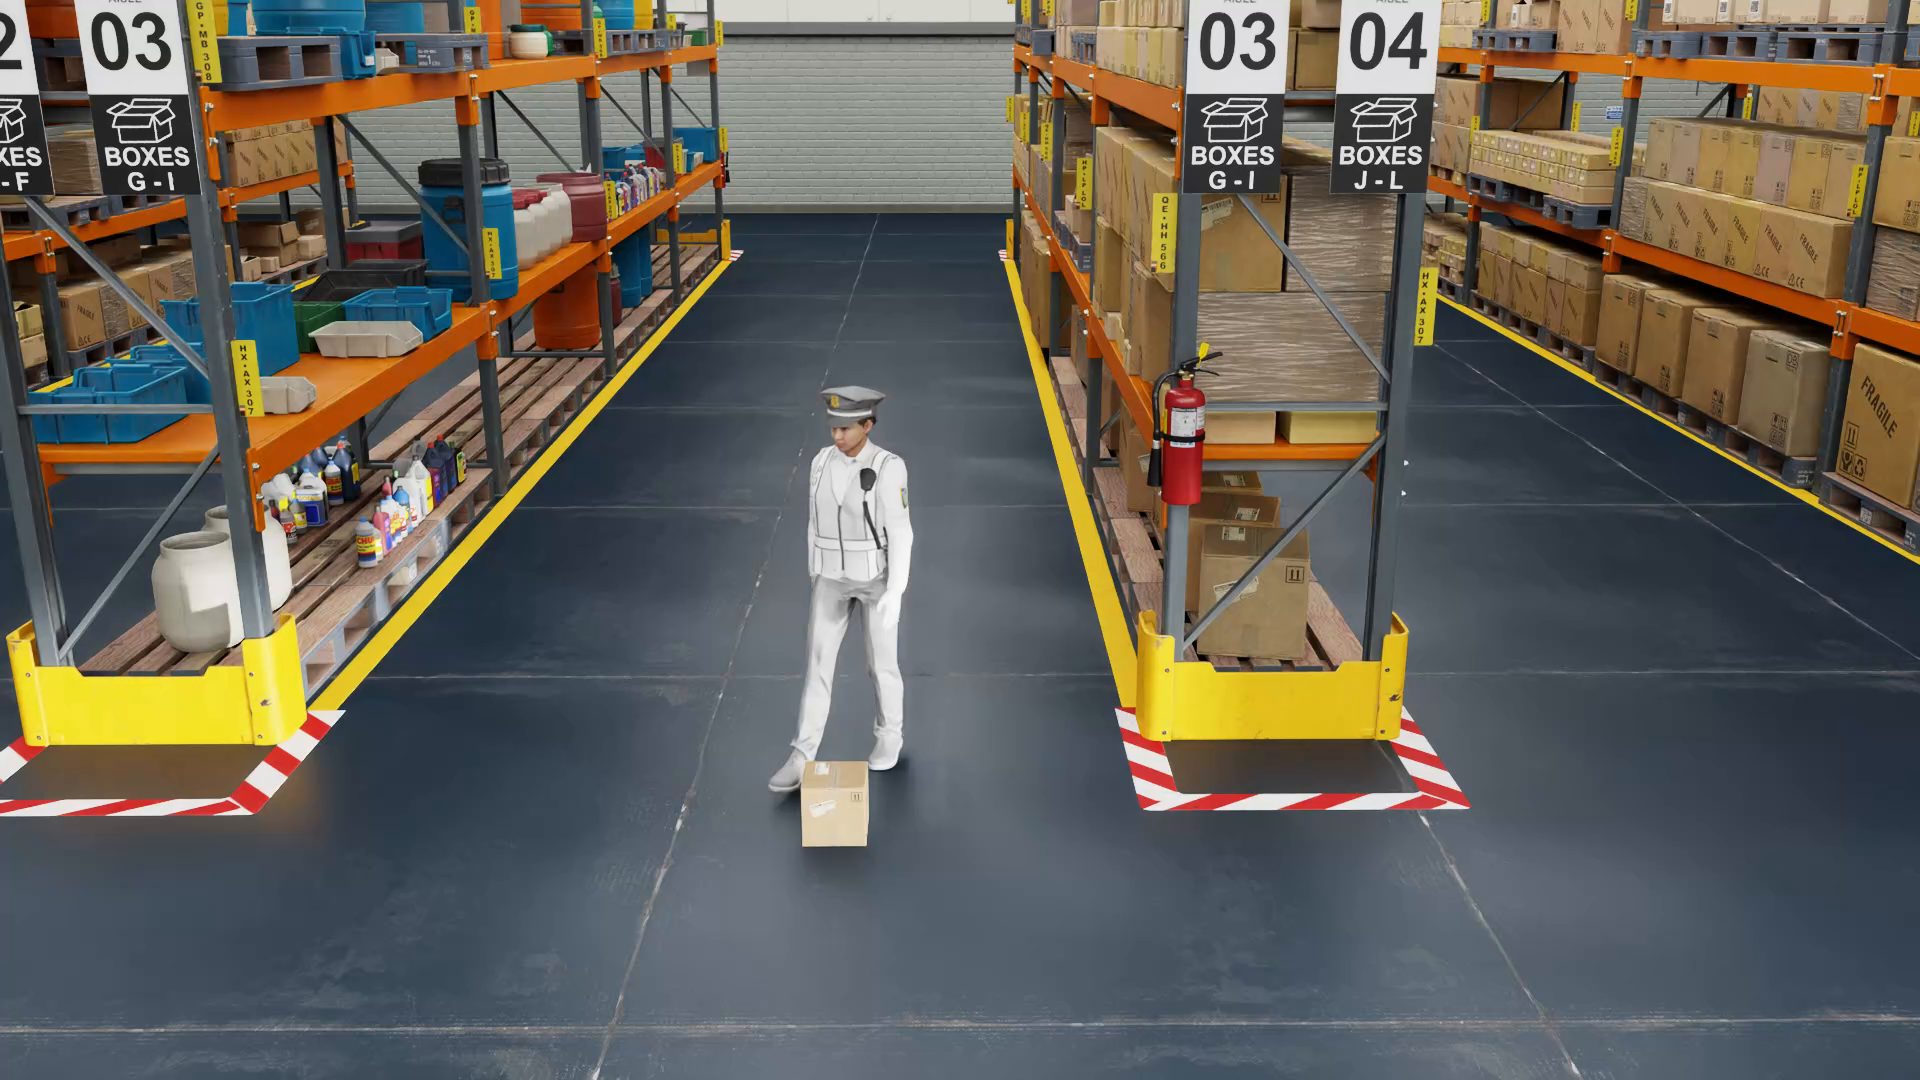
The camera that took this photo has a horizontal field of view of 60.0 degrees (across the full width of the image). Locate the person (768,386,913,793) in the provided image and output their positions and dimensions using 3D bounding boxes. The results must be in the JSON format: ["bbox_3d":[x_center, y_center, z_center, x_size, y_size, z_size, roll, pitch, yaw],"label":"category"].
[{"bbox_3d":[-0.470,0.217,6.808,0.499,1.659,0.721,6,18,19],"label":"person"}]
